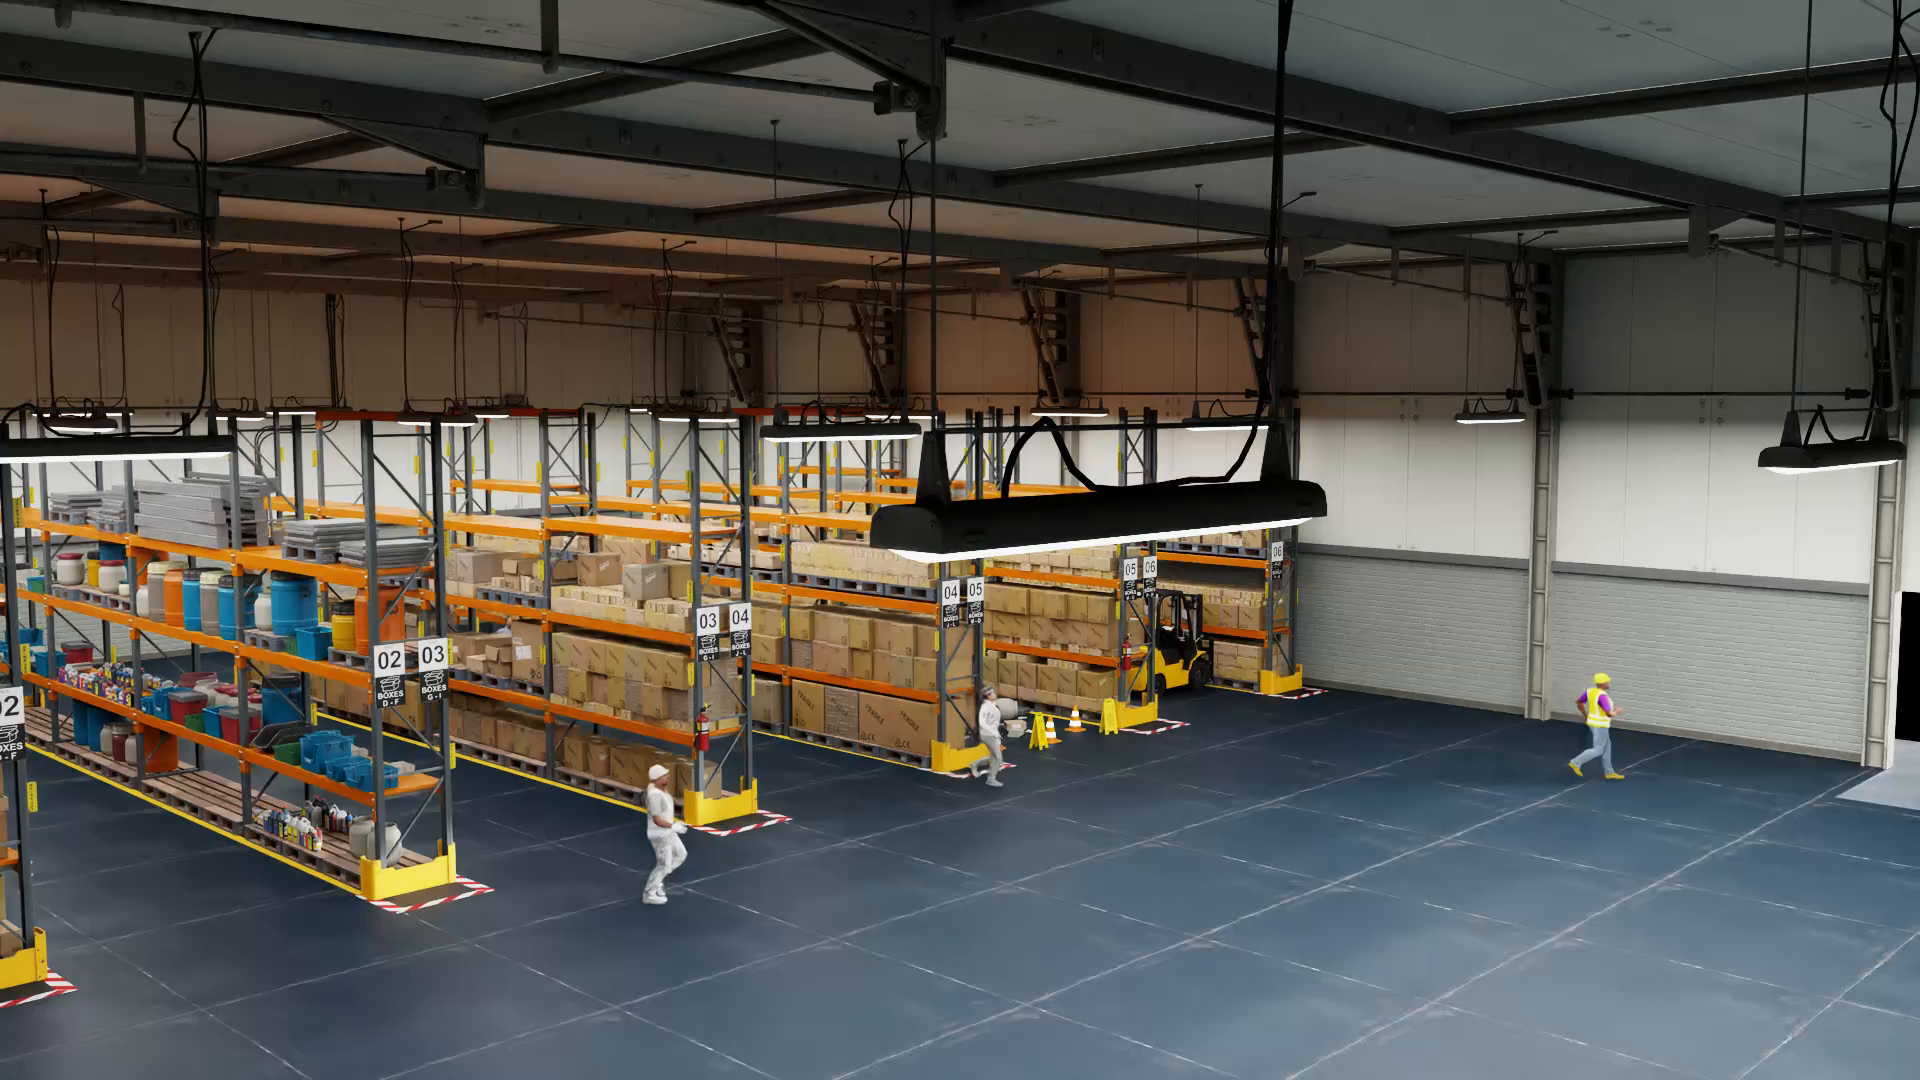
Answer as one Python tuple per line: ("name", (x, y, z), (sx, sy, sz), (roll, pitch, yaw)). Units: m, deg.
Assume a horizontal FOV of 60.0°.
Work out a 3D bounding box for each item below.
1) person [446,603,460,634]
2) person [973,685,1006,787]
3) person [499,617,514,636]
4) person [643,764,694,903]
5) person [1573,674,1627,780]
("person", (-11.333, 2.216, 36.735), (0.808, 1.769, 0.657), (4, 7, 39))
("person", (0.483, 3.138, 26.788), (0.578, 1.649, 0.648), (1, 5, 13))
("person", (-9.466, 2.431, 35.105), (0.602, 1.637, 0.674), (-4, 7, -41))
("person", (-3.627, 3.627, 20.639), (0.642, 1.745, 0.695), (-1, 5, -8))
("person", (10.418, 3.046, 27.065), (0.906, 1.748, 0.704), (0, 5, -1))
